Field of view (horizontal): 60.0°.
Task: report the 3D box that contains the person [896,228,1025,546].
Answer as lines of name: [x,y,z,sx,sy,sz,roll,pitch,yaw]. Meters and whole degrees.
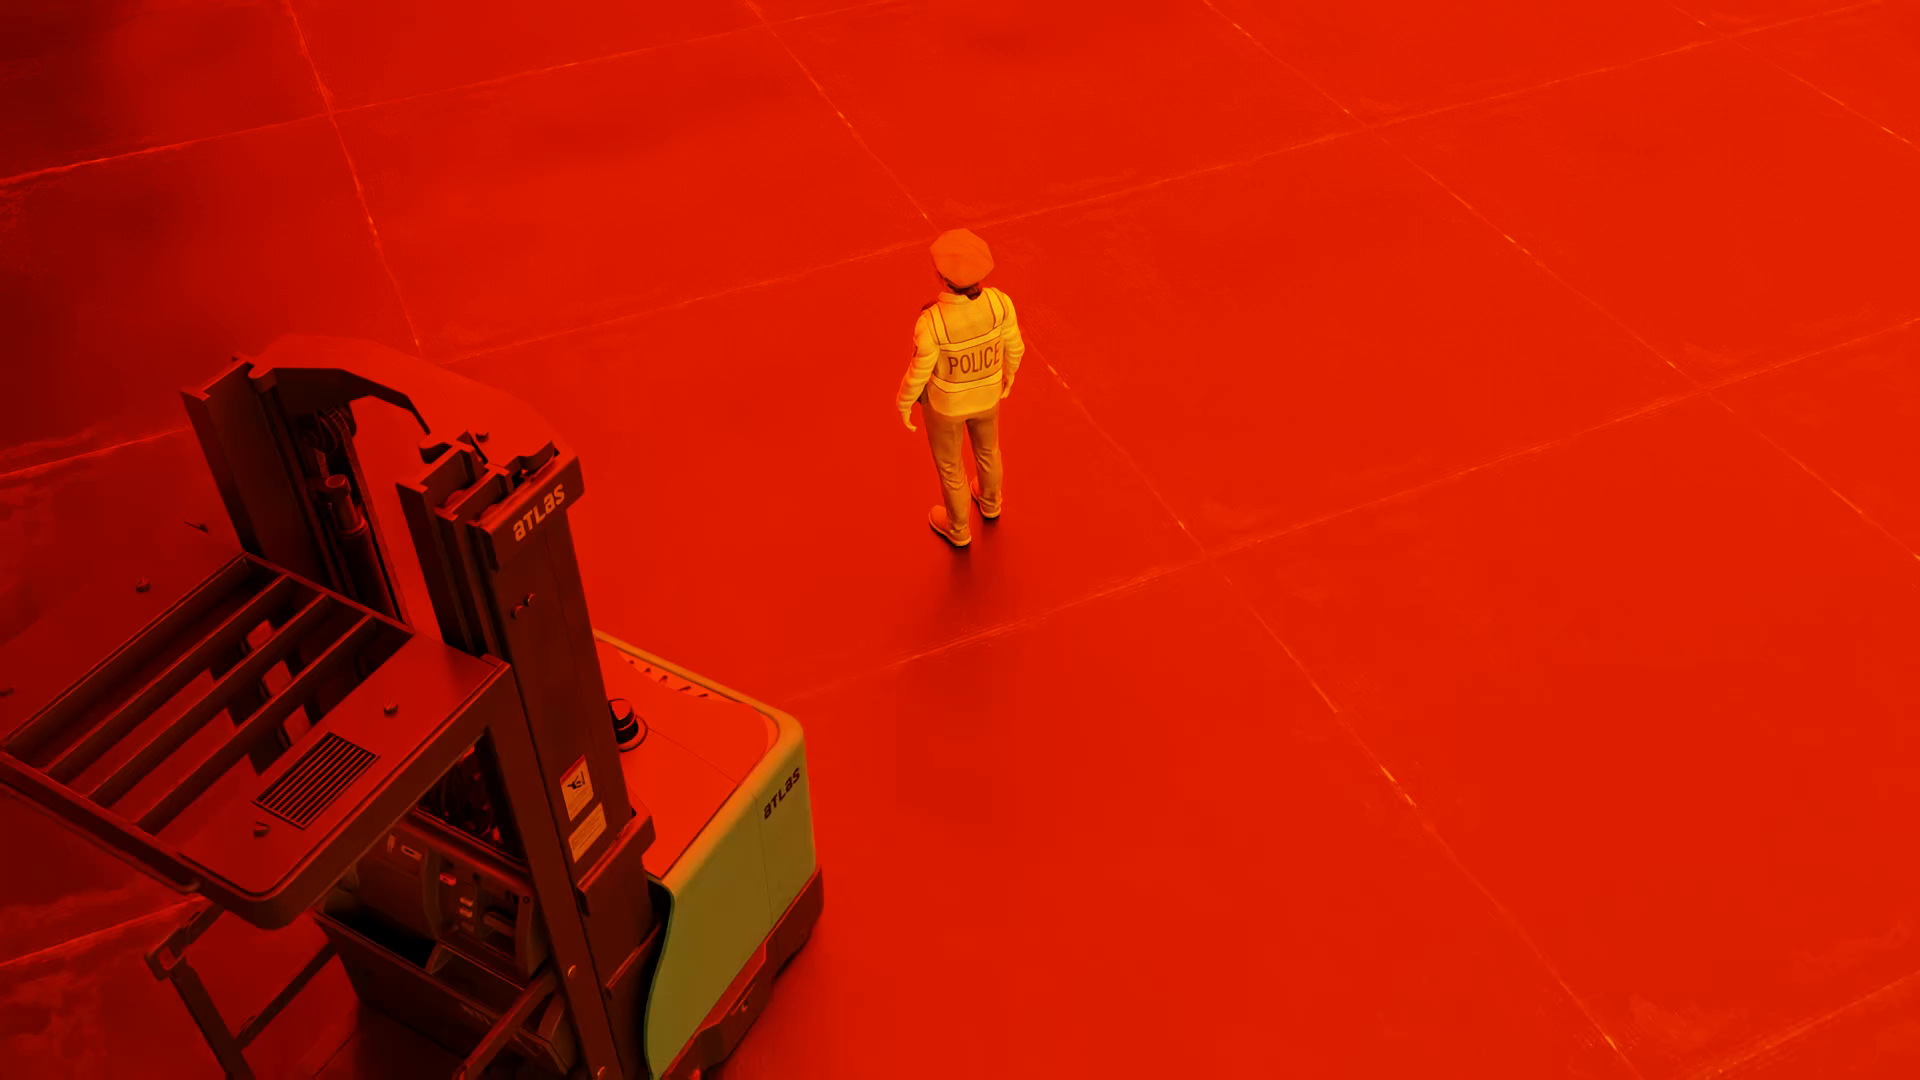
person: [-0.023,-0.669,7.293,0.588,1.695,0.531,-18,46,-18]

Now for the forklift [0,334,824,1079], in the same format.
forklift: [-1.668,1.043,4.563,1.130,2.935,3.031,21,47,21]
